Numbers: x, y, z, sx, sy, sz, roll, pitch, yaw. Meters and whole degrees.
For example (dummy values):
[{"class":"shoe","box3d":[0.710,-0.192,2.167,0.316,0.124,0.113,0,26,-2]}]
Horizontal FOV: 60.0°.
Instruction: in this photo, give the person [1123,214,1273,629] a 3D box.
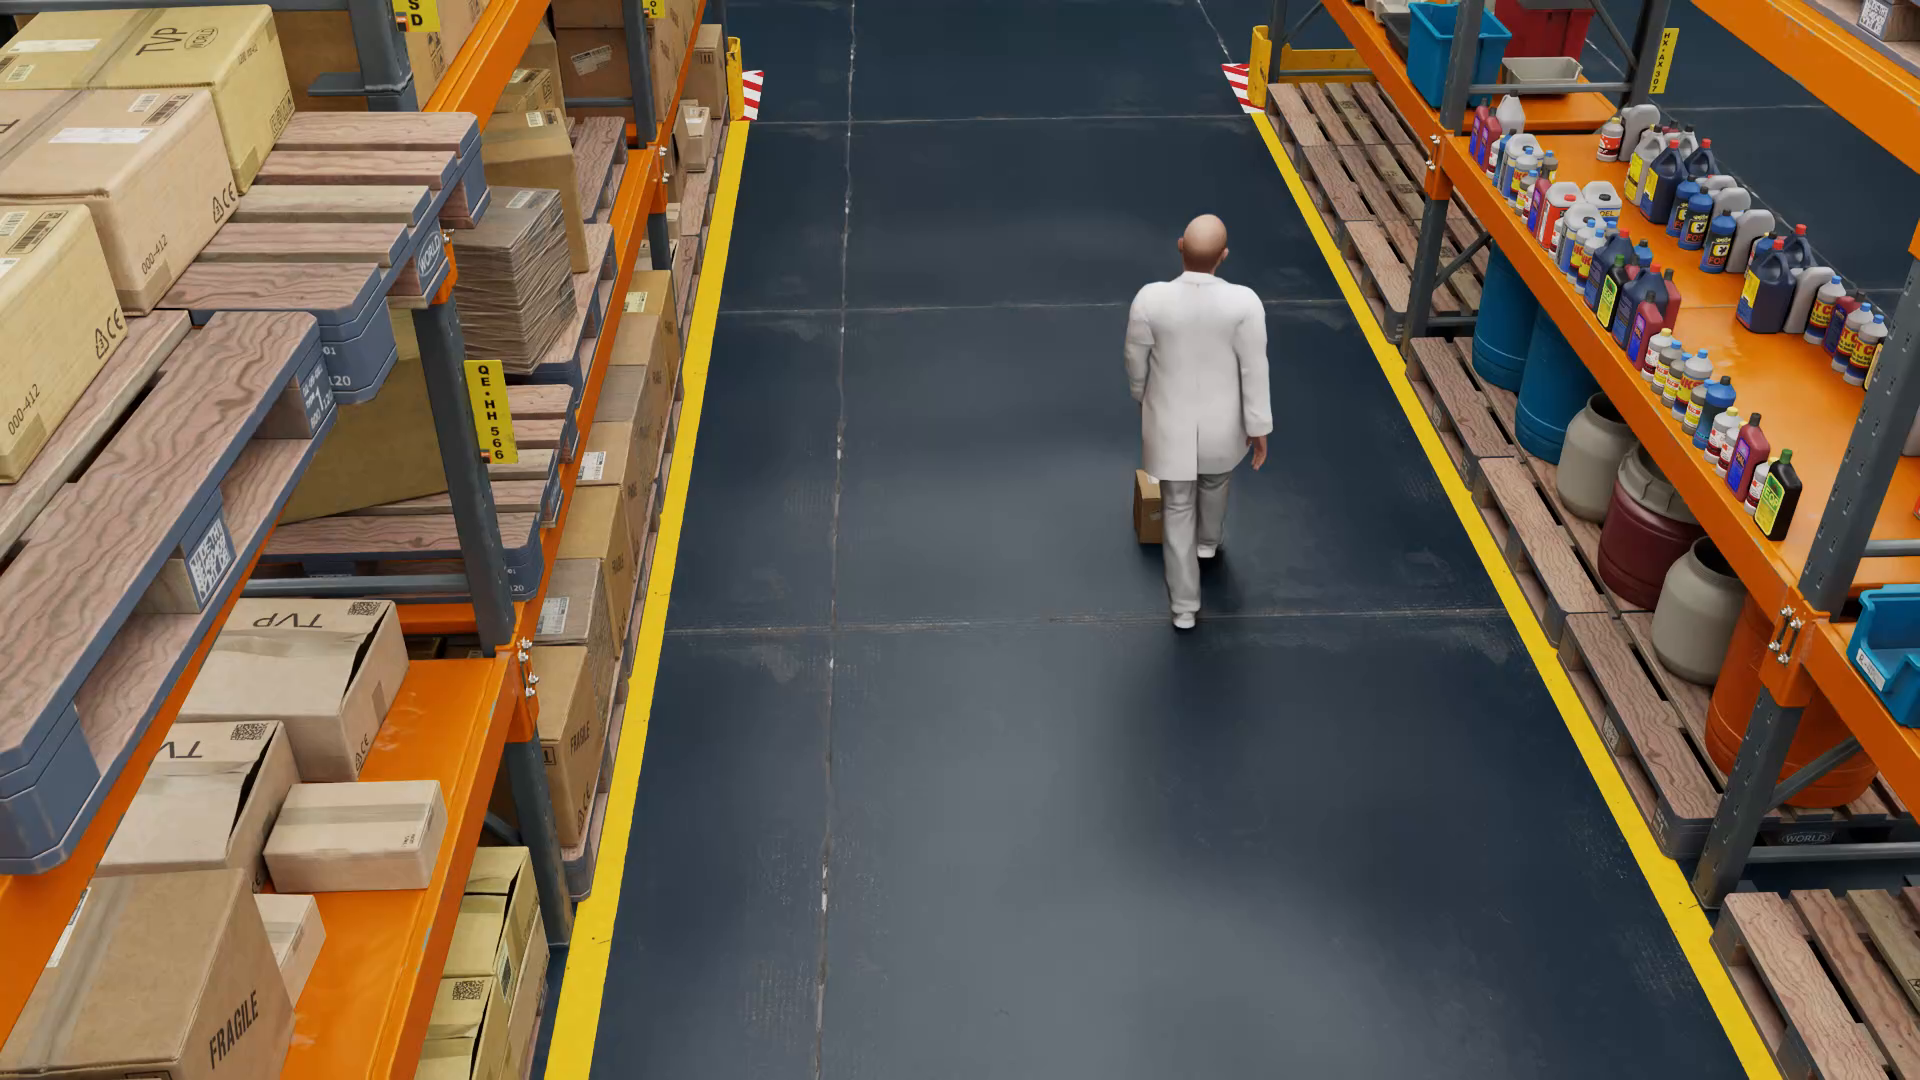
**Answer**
[{"class":"person","box3d":[0.973,-0.564,6.945,0.616,1.767,0.851,2,35,3]}]
